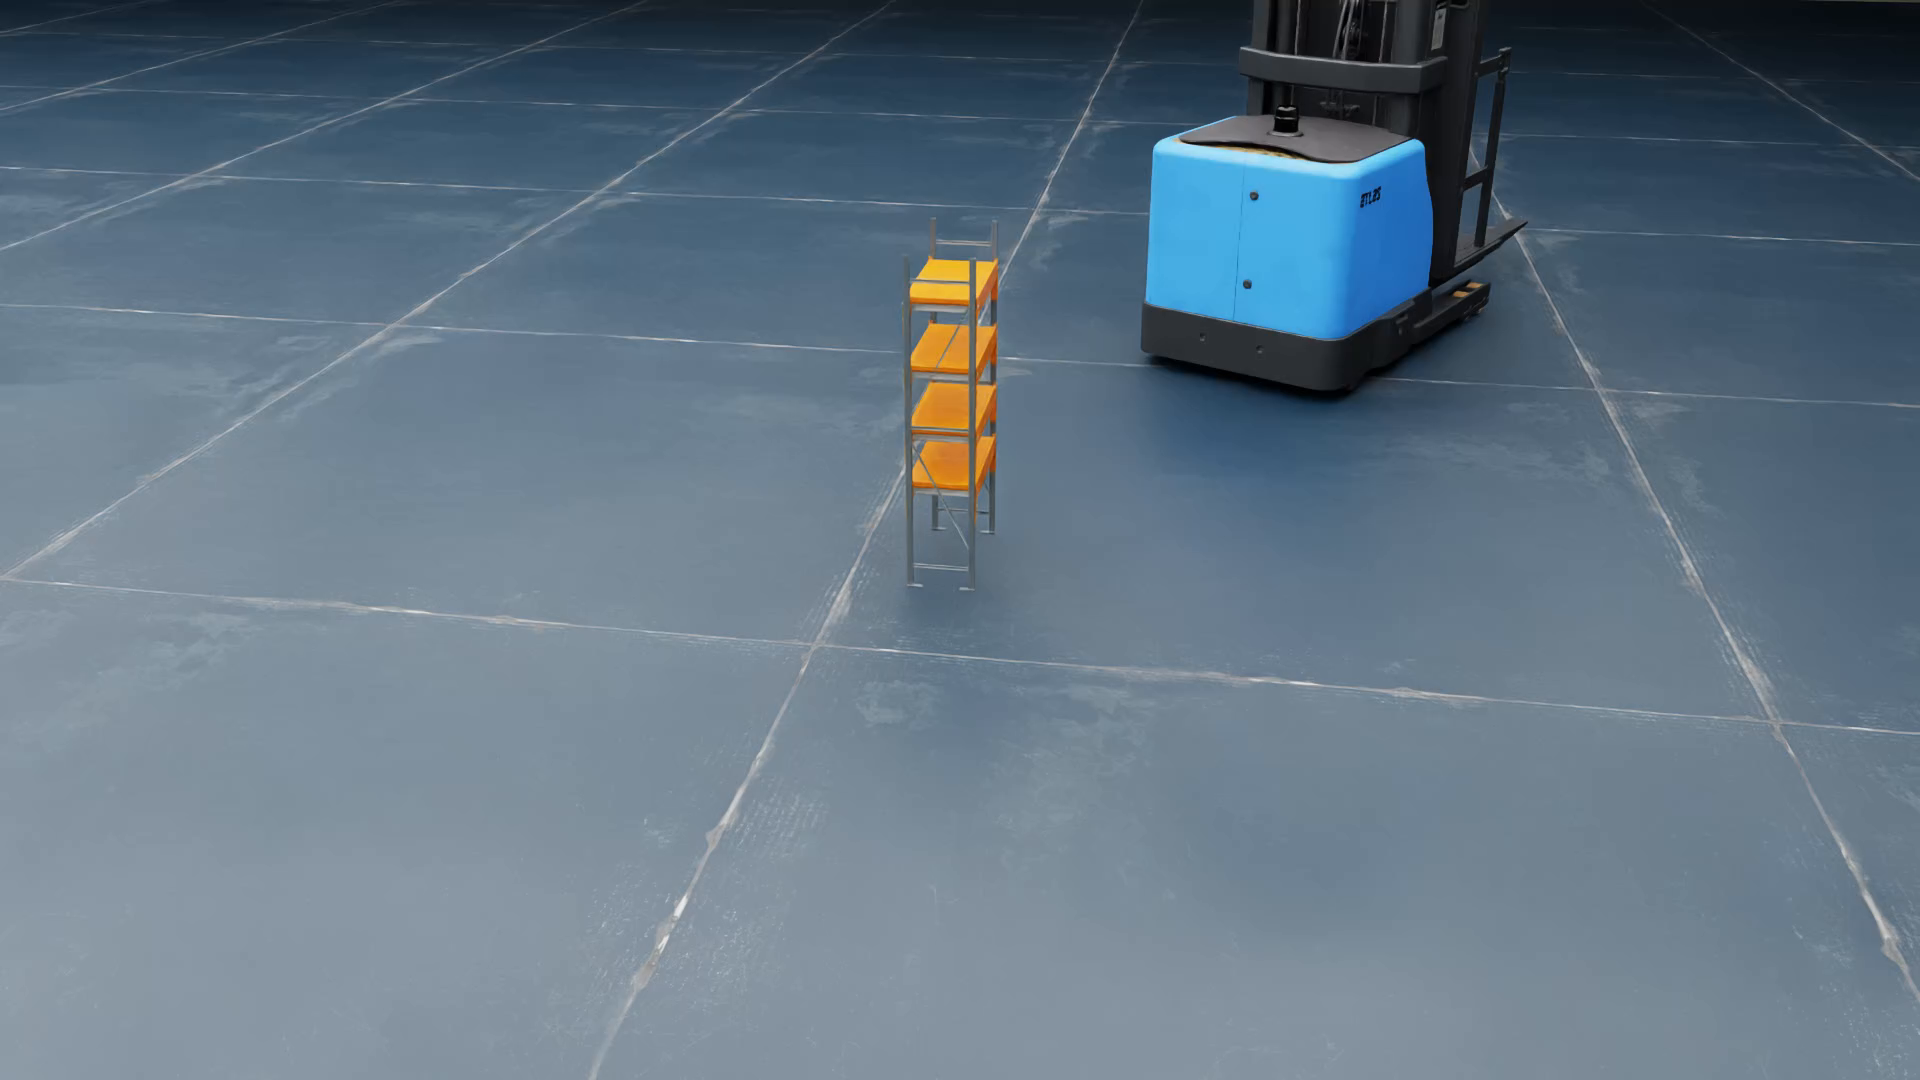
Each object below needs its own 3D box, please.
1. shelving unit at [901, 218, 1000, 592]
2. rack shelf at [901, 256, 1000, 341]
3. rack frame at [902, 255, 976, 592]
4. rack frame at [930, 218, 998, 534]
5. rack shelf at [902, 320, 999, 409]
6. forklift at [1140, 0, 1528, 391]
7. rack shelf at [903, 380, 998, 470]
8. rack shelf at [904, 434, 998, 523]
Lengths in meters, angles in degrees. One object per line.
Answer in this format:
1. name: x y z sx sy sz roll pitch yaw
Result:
1. shelving unit: -0.027 -0.474 5.848 0.258 1.200 0.503 4 25 9
2. rack shelf: -0.027 -0.830 5.681 0.258 0.148 0.480 4 25 9
3. rack frame: -0.067 -0.372 5.630 0.240 1.200 0.015 4 25 9
4. rack frame: 0.013 -0.576 6.066 0.240 1.200 0.015 4 25 9
5. rack shelf: -0.027 -0.616 5.781 0.258 0.148 0.480 4 25 9
6. forklift: 2.152 -2.567 8.277 1.130 2.935 3.031 17 30 32
7. rack shelf: -0.027 -0.413 5.876 0.258 0.148 0.480 4 25 9
8. rack shelf: -0.027 -0.233 5.960 0.258 0.148 0.480 4 25 9
